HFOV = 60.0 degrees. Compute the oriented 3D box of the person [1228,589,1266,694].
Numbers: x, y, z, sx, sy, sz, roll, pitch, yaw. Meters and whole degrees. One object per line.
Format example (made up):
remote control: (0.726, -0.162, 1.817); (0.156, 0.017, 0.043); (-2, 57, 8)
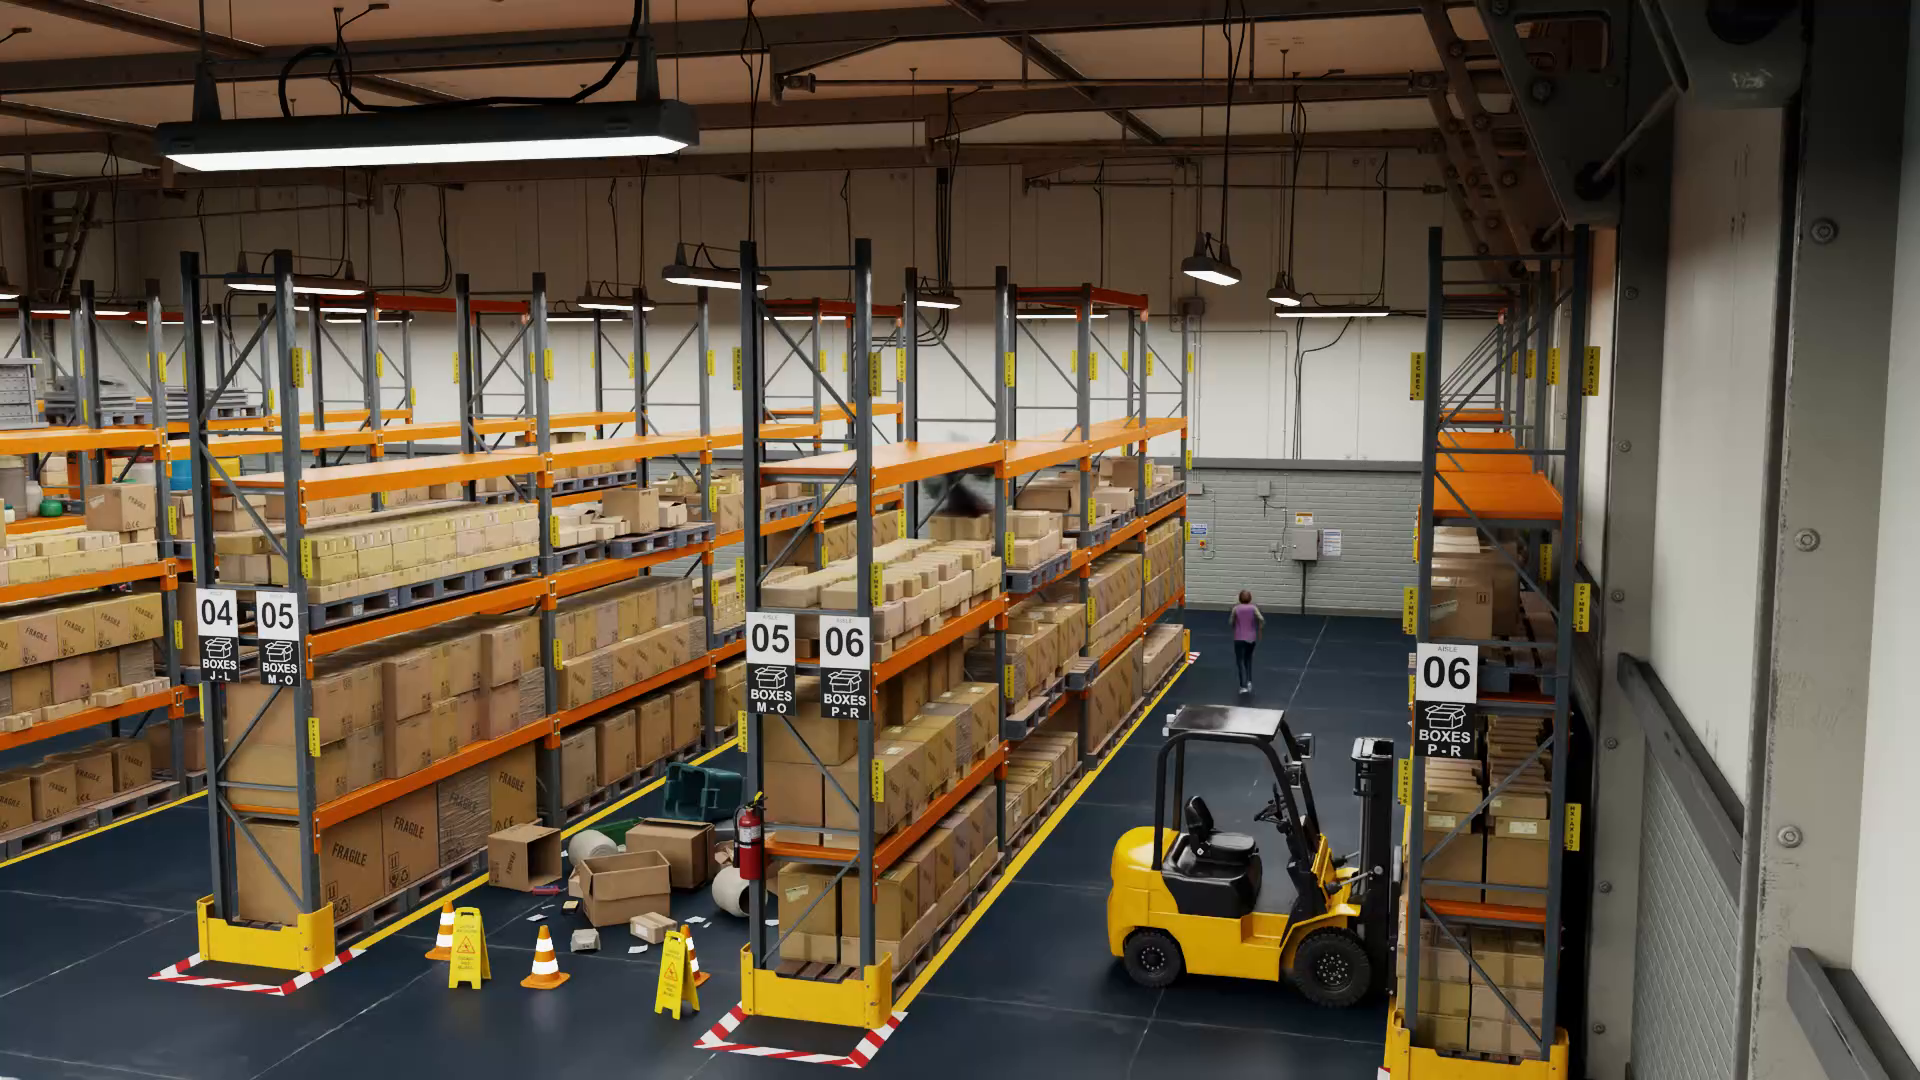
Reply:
person: (4.324, 1.557, 25.179); (0.503, 1.639, 0.703); (0, 6, -2)
